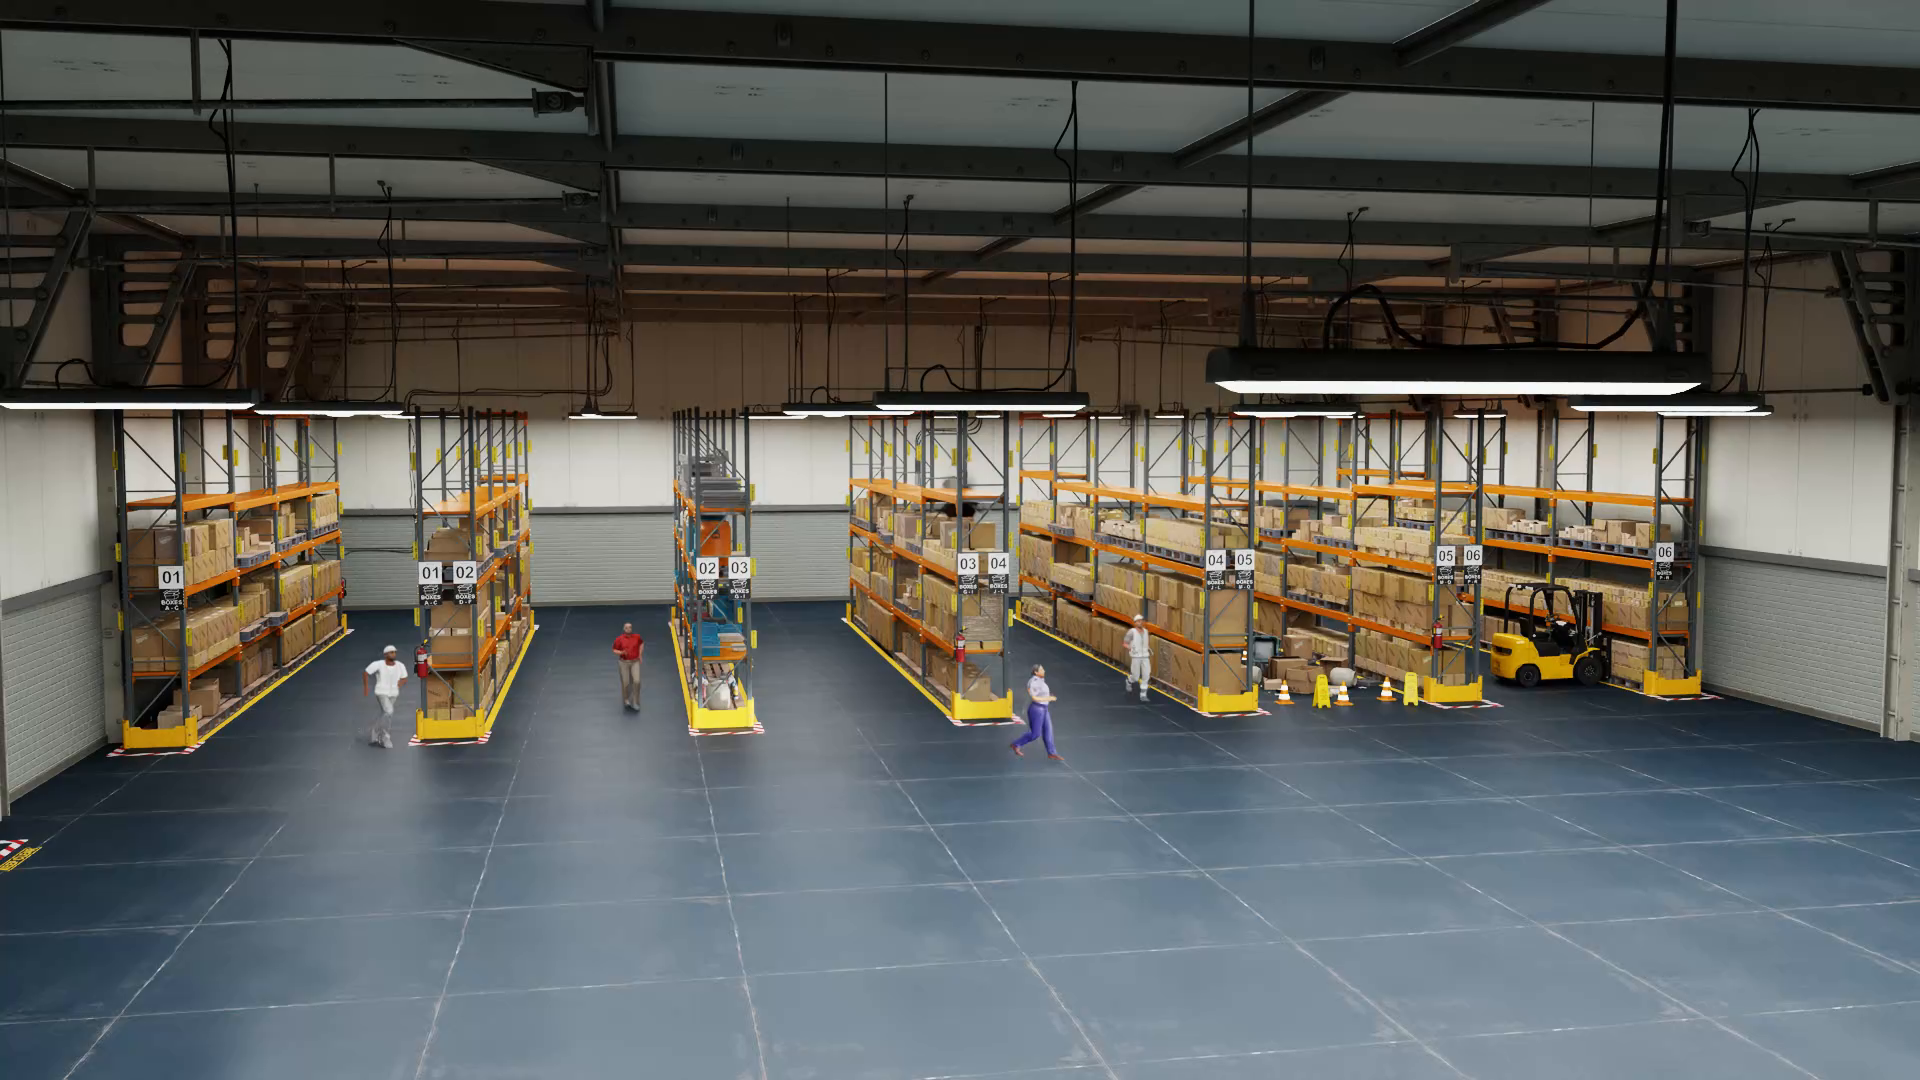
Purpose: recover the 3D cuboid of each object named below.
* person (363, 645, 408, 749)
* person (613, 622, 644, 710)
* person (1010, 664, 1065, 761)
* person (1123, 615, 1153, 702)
[{"bbox_3d":[-10.098,2.748,29.411,0.801,1.758,0.714,4,5,42],"label":"person"},{"bbox_3d":[-6.584,2.528,33.106,0.638,1.786,0.767,-1,4,-18],"label":"person"},{"bbox_3d":[1.303,2.899,27.975,0.924,1.648,0.606,1,4,14],"label":"person"},{"bbox_3d":[3.683,2.414,34.120,0.658,1.751,0.871,-1,4,-18],"label":"person"}]
